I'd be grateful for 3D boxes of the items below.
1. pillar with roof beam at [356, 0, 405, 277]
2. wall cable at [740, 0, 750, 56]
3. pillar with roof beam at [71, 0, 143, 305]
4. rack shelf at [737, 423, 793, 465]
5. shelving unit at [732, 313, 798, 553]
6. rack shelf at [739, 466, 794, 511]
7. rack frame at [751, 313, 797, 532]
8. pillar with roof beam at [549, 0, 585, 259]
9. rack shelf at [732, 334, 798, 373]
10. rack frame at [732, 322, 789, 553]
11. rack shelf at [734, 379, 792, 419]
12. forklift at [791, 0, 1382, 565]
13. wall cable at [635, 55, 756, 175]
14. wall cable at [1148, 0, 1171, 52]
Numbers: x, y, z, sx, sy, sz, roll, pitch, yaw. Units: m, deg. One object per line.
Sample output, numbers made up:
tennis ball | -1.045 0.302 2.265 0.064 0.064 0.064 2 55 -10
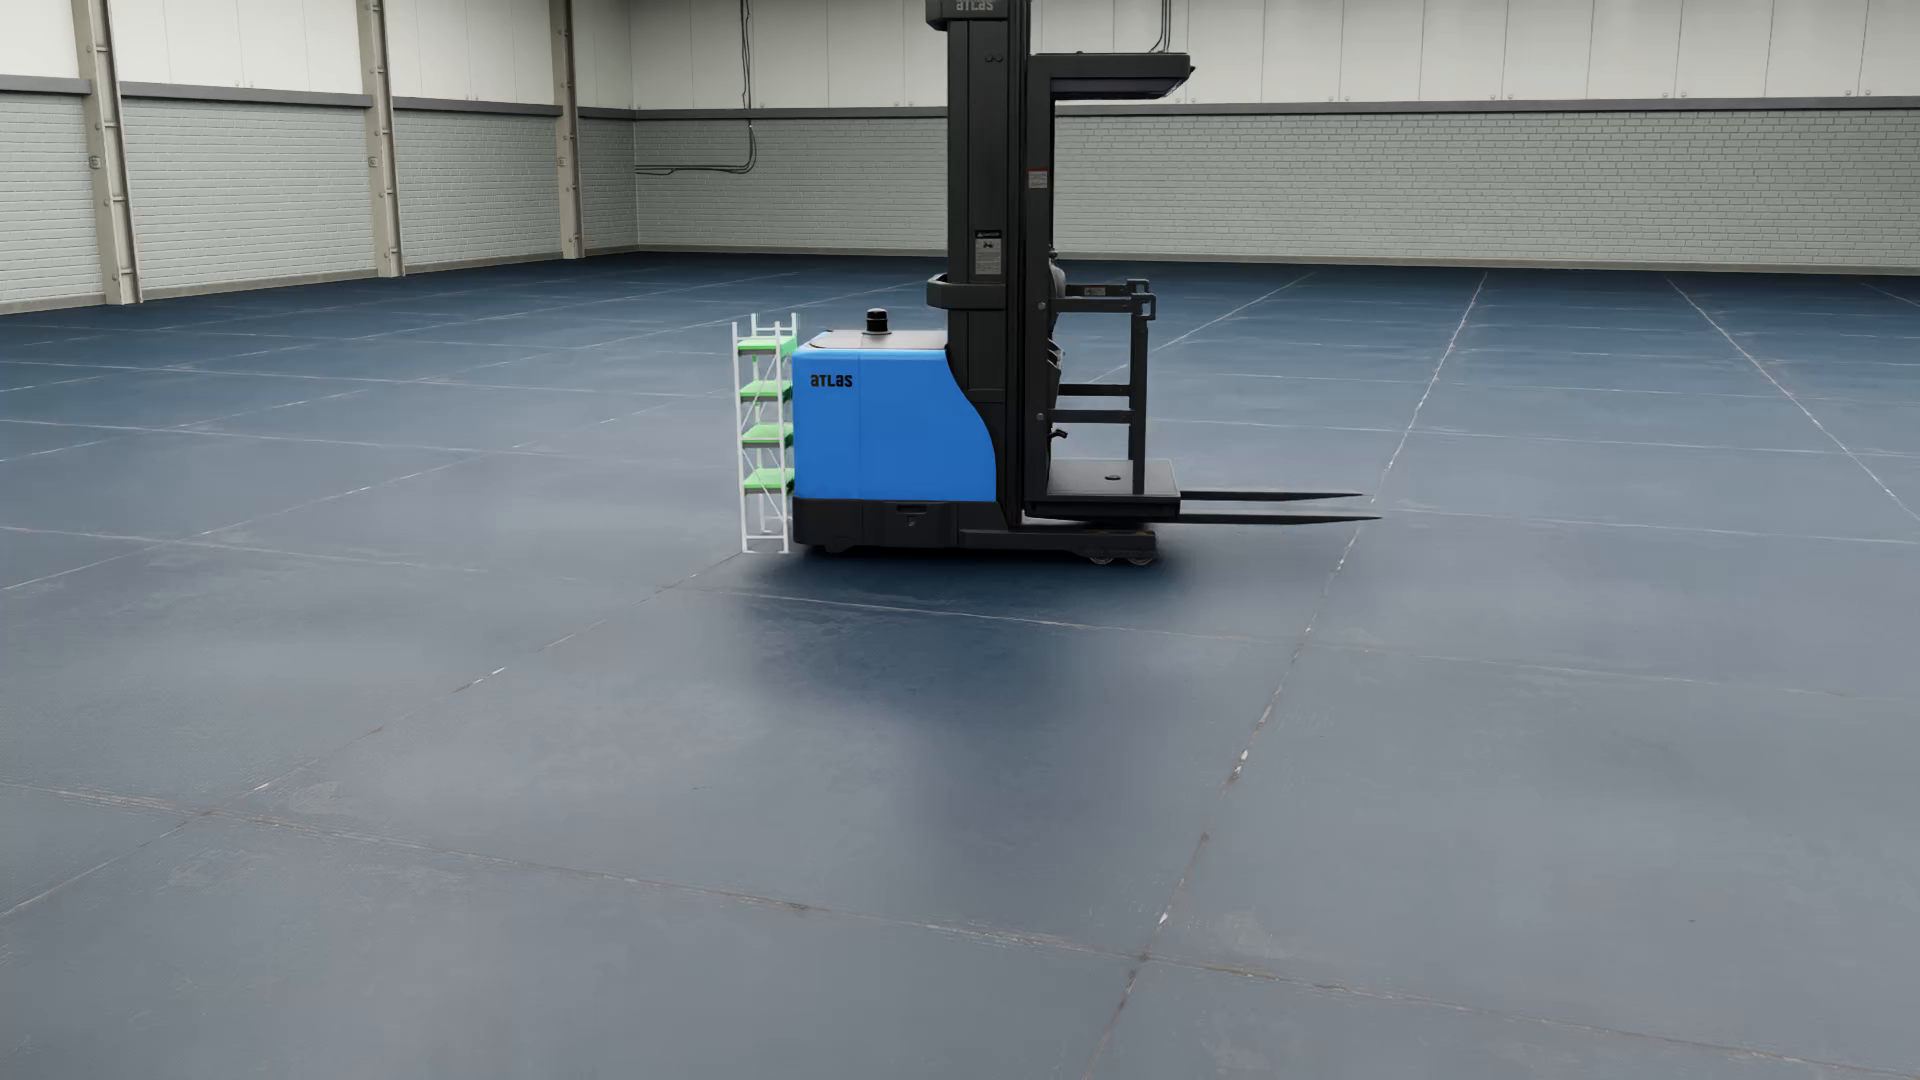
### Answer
pillar with roof beam | -5.991 -8.741 27.061 9.100 9.000 0.400 4 14 18
wall cable | -3.359 -11.593 35.185 3.097 2.526 0.112 4 14 18
pillar with roof beam | -7.932 -7.478 21.526 9.100 9.000 0.400 4 14 18
rack shelf | -1.005 -0.512 8.811 0.258 0.148 0.480 0 13 4
shelving unit | -1.006 -0.574 8.797 0.258 1.200 0.503 0 13 4
rack shelf | -1.002 -0.278 8.864 0.258 0.148 0.480 0 13 4
rack frame | -0.988 -0.628 9.034 0.240 1.200 0.015 0 13 4
pillar with roof beam | -4.050 -10.004 32.596 9.100 9.000 0.400 4 14 18
rack shelf | -1.013 -0.980 8.705 0.258 0.148 0.480 0 13 4
rack frame | -1.025 -0.520 8.559 0.240 1.200 0.015 0 13 4
rack shelf | -1.009 -0.746 8.758 0.258 0.148 0.480 0 13 4
forklift | 0.673 -1.426 8.650 3.031 2.935 1.130 1 13 4
wall cable | -5.919 -9.325 36.600 3.097 2.526 0.112 4 14 18
wall cable | 3.059 -11.810 32.867 2.305 6.003 0.169 4 14 18
